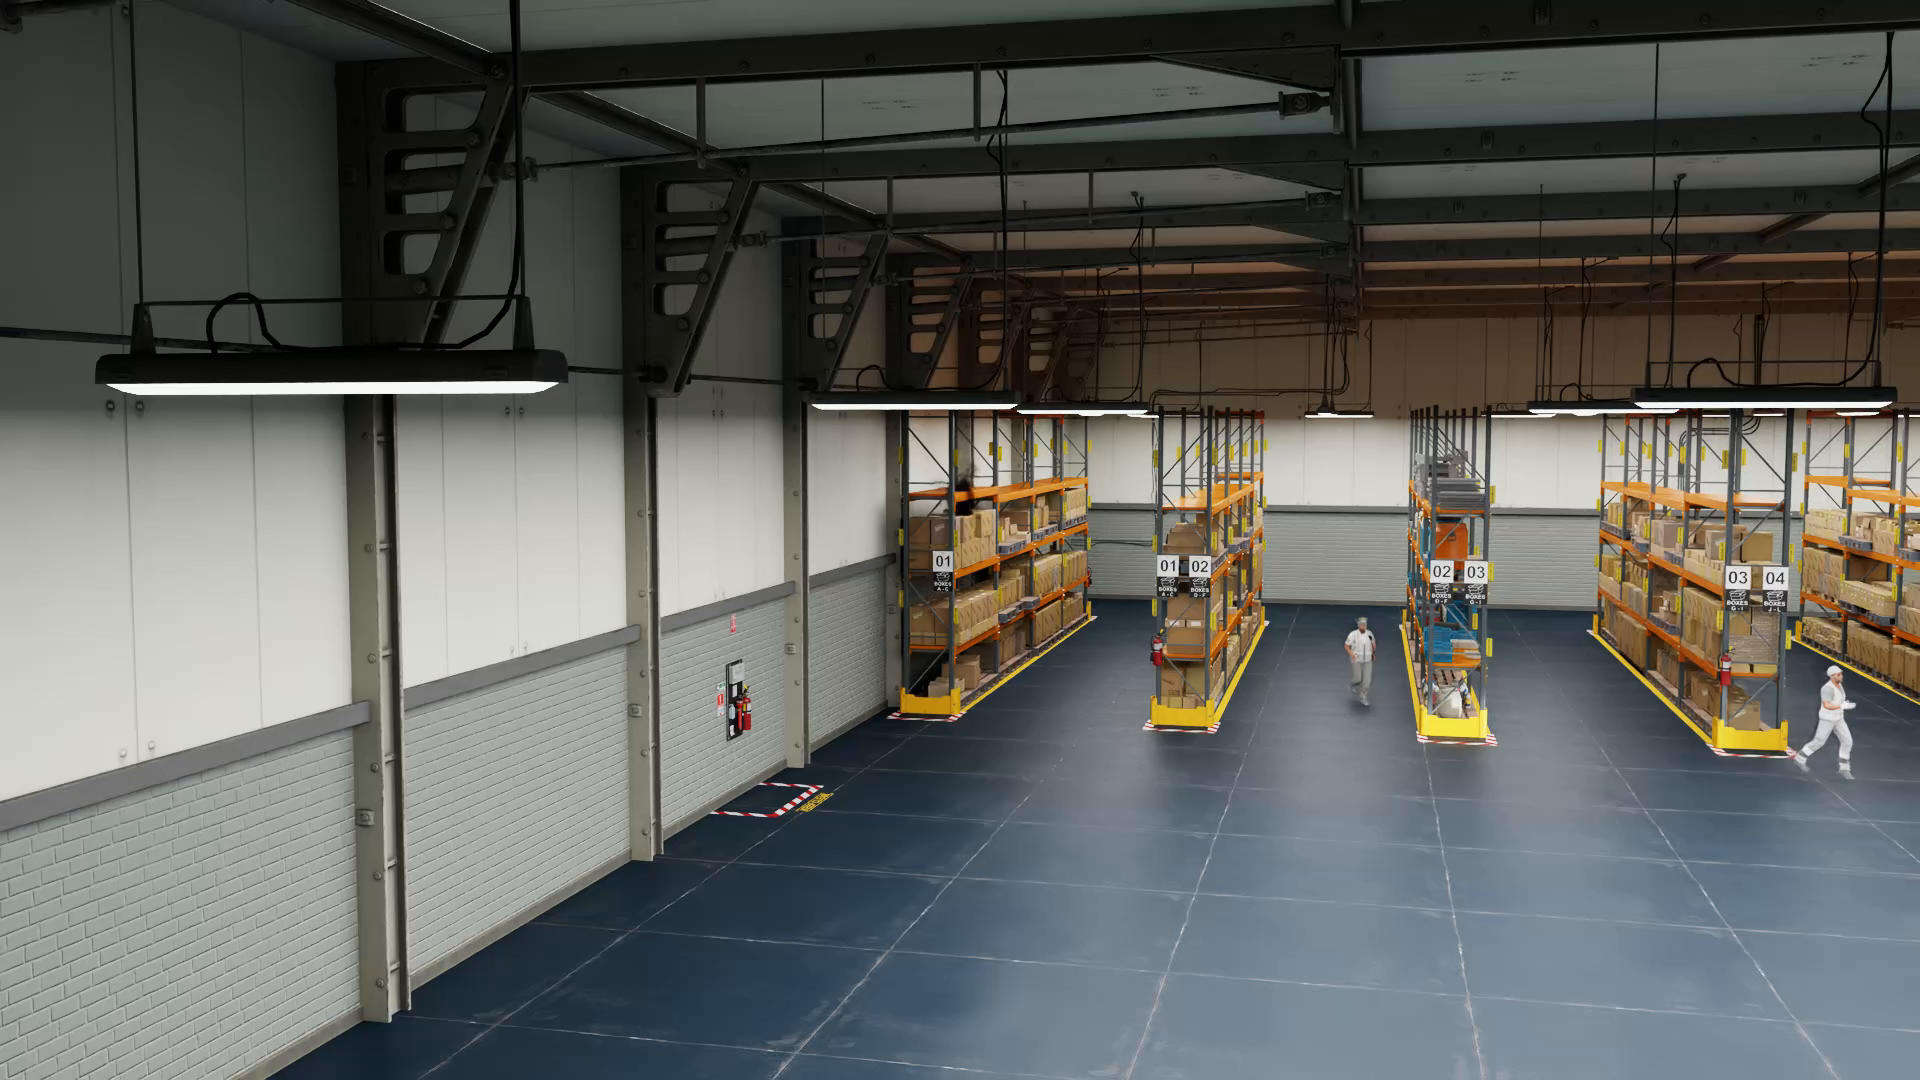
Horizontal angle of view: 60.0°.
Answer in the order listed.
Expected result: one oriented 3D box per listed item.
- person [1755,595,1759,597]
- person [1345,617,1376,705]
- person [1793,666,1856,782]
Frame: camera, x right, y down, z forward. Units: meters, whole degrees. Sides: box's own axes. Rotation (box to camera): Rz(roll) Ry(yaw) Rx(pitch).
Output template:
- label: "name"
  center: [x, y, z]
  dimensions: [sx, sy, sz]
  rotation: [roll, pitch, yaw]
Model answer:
- label: "person"
  center: [20.764, 1.781, 43.697]
  dimensions: [0.672, 1.671, 0.619]
  rotation: [-2, 5, -27]
- label: "person"
  center: [8.165, 2.436, 33.845]
  dimensions: [0.662, 1.764, 0.775]
  rotation: [0, 4, -3]
- label: "person"
  center: [13.928, 2.915, 26.678]
  dimensions: [0.674, 1.832, 0.927]
  rotation: [-3, 5, -34]
